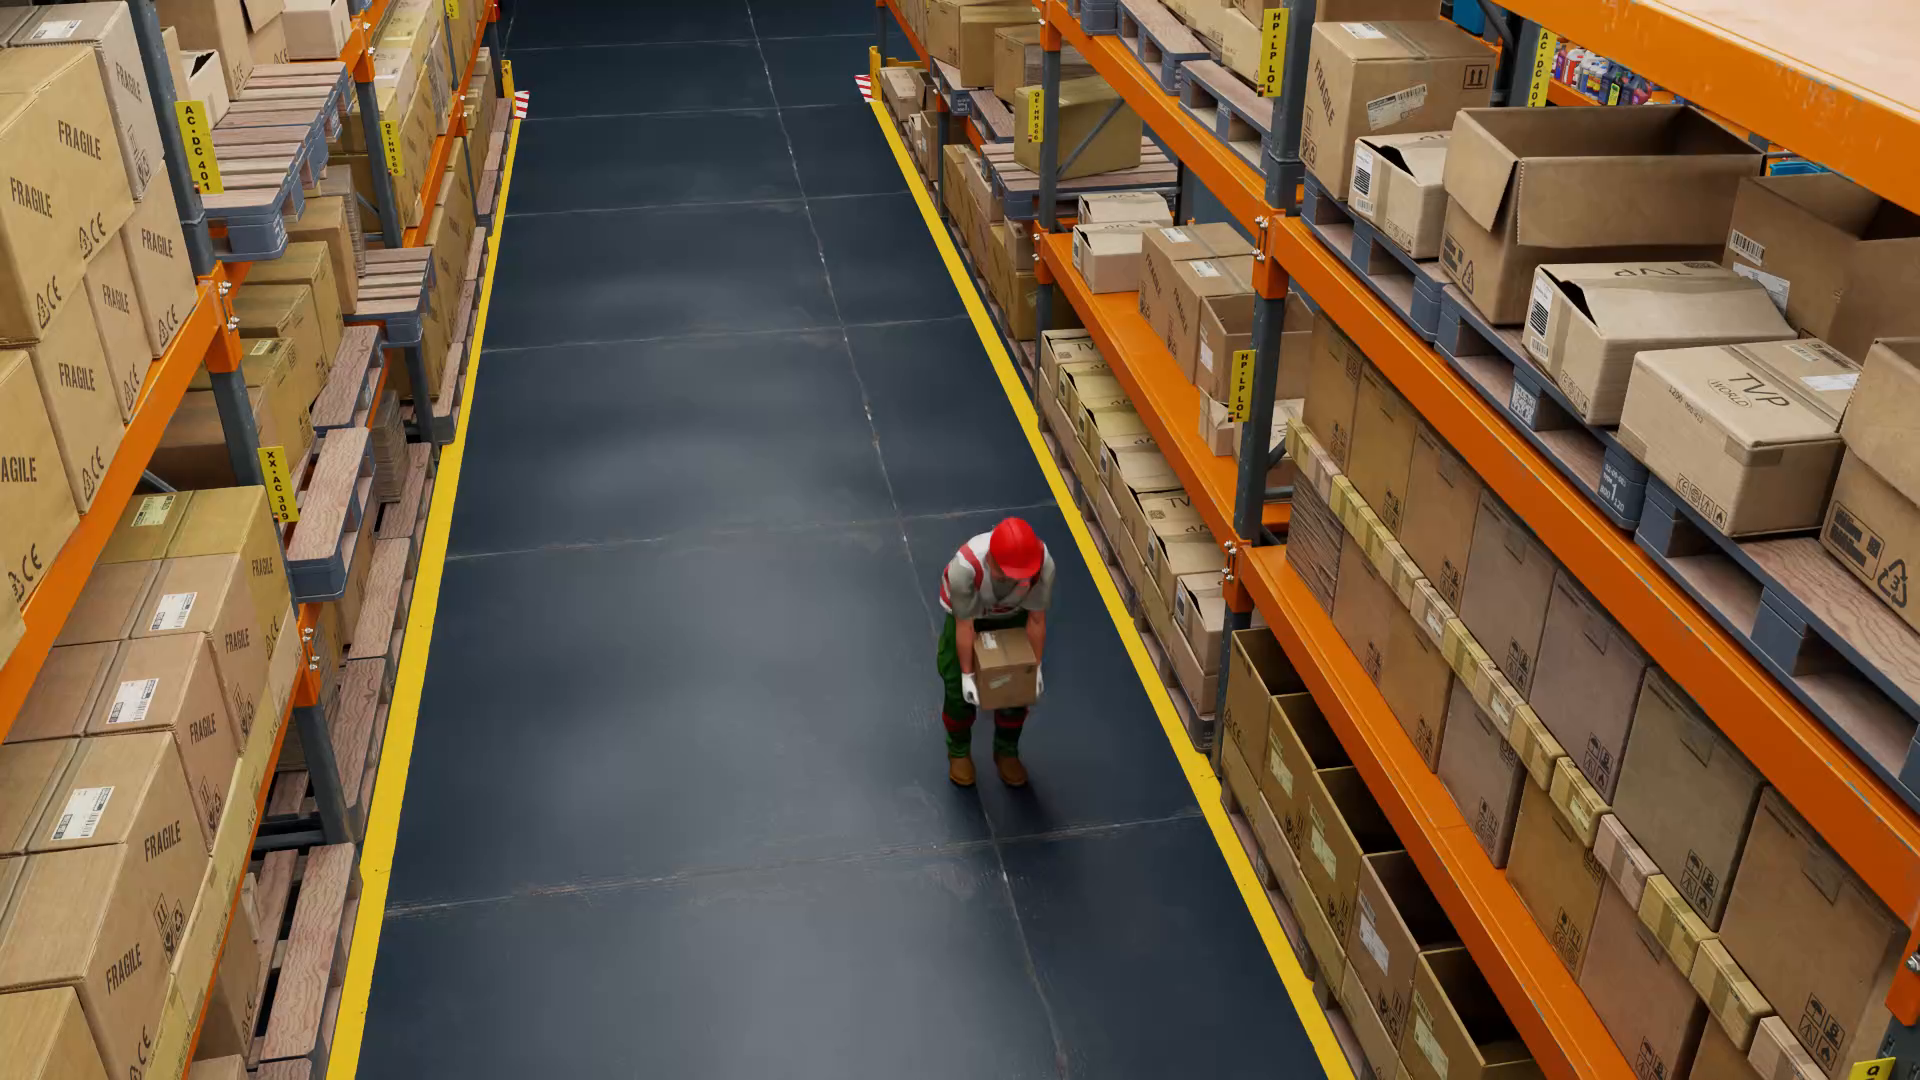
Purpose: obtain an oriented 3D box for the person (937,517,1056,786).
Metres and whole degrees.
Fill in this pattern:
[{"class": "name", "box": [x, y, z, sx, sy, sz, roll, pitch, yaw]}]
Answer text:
[{"class": "person", "box": [0.165, 0.483, 7.495, 0.492, 1.581, 0.783, -6, 31, -10]}]
